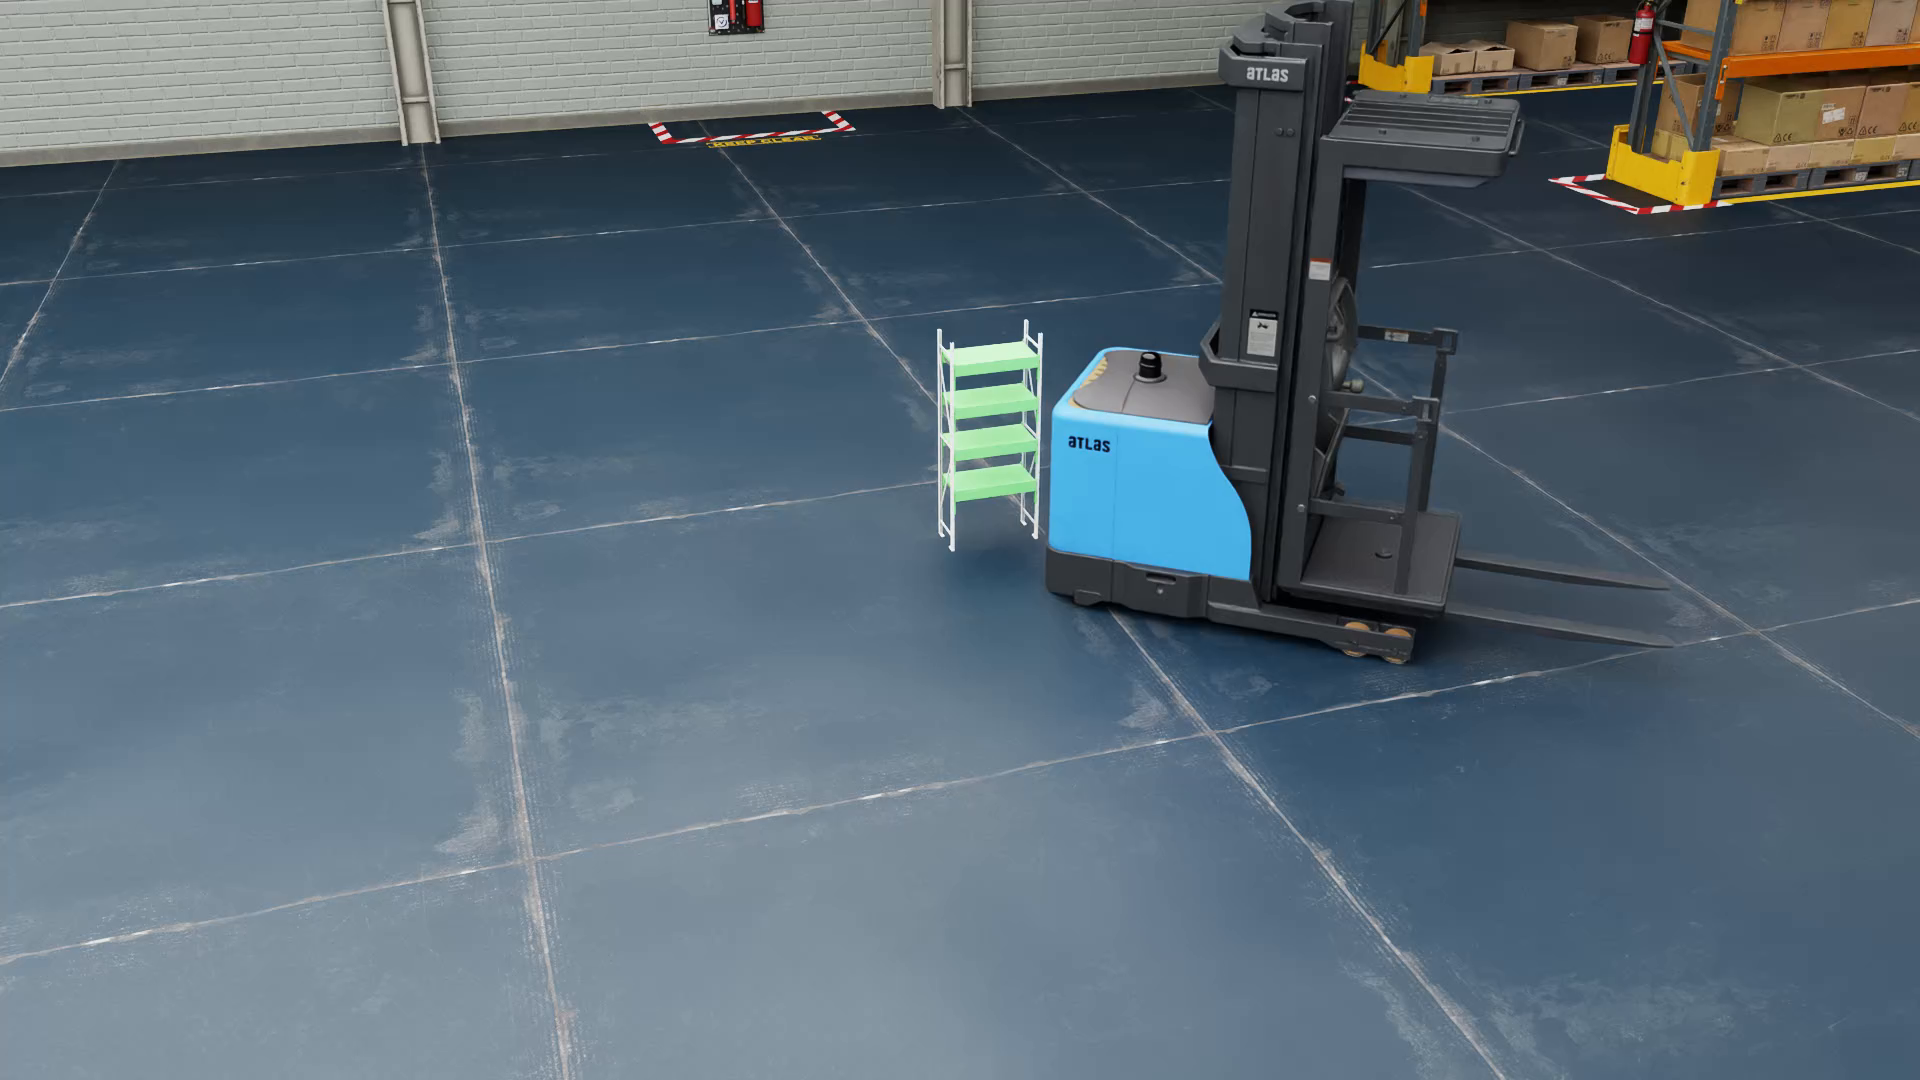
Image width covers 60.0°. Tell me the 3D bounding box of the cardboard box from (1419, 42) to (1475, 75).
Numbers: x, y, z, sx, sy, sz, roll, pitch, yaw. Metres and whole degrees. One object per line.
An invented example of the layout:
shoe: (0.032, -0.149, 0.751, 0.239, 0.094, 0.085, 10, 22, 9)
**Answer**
cardboard box: (5.901, -5.876, 20.242, 0.500, 0.311, 0.500, -12, 29, -22)

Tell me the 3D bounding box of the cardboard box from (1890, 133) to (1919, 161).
cardboard box: (9.233, -3.944, 16.440, 0.500, 0.250, 0.500, -8, 28, -16)

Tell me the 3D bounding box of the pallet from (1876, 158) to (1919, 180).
pallet: (9.787, -3.942, 16.954, 1.213, 0.211, 1.003, -8, 28, -16)

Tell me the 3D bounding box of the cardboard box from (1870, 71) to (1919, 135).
cardboard box: (9.229, -4.285, 16.284, 0.500, 0.500, 0.500, -8, 28, -16)

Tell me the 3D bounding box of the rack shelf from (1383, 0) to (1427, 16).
rack shelf: (7.117, -6.780, 20.342, 4.000, 0.370, 1.077, -8, 28, -16)

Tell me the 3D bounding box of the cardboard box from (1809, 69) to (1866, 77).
cardboard box: (8.592, -4.437, 16.590, 0.500, 0.500, 0.500, -8, 28, -16)

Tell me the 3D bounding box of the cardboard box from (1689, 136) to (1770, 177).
cardboard box: (7.331, -3.669, 15.886, 0.500, 0.250, 0.500, -8, 28, -16)

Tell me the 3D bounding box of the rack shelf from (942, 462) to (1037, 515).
rack shelf: (0.157, -0.288, 9.164, 0.480, 0.148, 0.258, -8, 28, -16)

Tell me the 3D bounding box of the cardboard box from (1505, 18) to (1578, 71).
cardboard box: (7.156, -6.119, 20.519, 0.500, 0.500, 0.700, -10, 28, -19)

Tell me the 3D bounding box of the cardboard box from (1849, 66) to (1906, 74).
cardboard box: (9.067, -4.506, 16.730, 0.500, 0.500, 0.500, -8, 28, -16)

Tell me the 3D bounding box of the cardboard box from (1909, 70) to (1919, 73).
cardboard box: (9.704, -4.355, 16.426, 0.500, 0.500, 0.500, -8, 28, -16)

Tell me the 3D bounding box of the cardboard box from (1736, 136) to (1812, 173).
cardboard box: (7.806, -3.739, 16.028, 0.500, 0.250, 0.500, -8, 28, -16)

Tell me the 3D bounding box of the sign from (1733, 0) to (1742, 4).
sign: (6.919, -4.920, 14.725, 0.005, 0.325, 0.100, -8, 28, -16)

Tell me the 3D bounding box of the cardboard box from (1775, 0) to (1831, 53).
cardboard box: (7.698, -4.910, 15.655, 0.500, 0.500, 0.700, -8, 27, -15)

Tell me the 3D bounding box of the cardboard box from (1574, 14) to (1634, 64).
cardboard box: (8.044, -6.295, 20.873, 0.500, 0.500, 0.500, -10, 28, -20)

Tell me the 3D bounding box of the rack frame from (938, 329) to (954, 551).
rack frame: (-0.075, -0.527, 8.961, 0.015, 1.200, 0.240, -8, 28, -16)

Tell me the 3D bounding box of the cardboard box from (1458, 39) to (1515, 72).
cardboard box: (6.443, -5.955, 20.400, 0.500, 0.311, 0.500, -6, 27, -12)

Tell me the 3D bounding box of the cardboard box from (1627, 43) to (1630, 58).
cardboard box: (8.519, -6.219, 21.095, 0.250, 0.166, 0.380, -12, 29, -23)

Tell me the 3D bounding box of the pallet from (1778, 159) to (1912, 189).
pallet: (8.625, -3.773, 16.612, 1.213, 0.211, 1.003, -8, 28, -16)

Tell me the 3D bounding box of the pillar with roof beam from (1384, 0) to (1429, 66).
pillar with roof beam: (6.946, -8.155, 15.557, 0.400, 9.000, 9.100, -8, 28, -16)

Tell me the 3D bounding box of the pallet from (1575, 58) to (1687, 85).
pallet: (8.391, -6.021, 21.140, 1.213, 0.211, 1.003, -8, 28, -16)

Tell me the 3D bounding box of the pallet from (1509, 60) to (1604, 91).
pallet: (7.229, -5.851, 20.798, 1.213, 0.211, 1.003, -8, 28, -16)

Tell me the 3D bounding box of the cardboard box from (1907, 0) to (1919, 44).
cardboard box: (9.158, -5.121, 16.080, 0.500, 0.500, 0.700, -8, 27, -15)

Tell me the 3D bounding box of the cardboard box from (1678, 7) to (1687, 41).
cardboard box: (9.713, -6.563, 21.413, 0.500, 0.500, 0.700, -7, 27, -14)

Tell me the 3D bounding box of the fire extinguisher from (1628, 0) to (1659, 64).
fire extinguisher: (6.496, -4.878, 15.789, 0.183, 0.674, 0.296, -8, 28, -16)

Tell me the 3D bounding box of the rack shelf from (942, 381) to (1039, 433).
rack shelf: (0.157, -0.718, 8.951, 0.480, 0.148, 0.258, -8, 28, -16)

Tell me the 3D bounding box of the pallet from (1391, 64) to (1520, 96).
pallet: (6.071, -5.685, 20.463, 1.213, 0.211, 1.003, -8, 28, -16)

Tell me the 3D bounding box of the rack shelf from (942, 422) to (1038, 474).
rack shelf: (0.157, -0.503, 9.058, 0.480, 0.148, 0.258, -8, 28, -16)

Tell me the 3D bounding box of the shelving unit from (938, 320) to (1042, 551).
shelving unit: (0.157, -0.560, 9.029, 0.503, 1.200, 0.258, -8, 28, -16)

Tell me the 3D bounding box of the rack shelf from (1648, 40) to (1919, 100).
rack shelf: (8.654, -4.686, 16.124, 4.000, 0.370, 1.077, -8, 28, -16)

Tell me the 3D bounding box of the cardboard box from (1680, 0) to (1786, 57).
cardboard box: (7.200, -4.836, 15.505, 0.500, 0.500, 0.700, -8, 28, -16)

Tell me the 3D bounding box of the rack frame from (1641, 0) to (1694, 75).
rack frame: (9.018, -7.377, 20.736, 0.127, 3.000, 1.000, -8, 28, -16)

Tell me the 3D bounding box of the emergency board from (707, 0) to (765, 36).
emergency board: (-2.454, -6.138, 18.241, 0.643, 1.169, 0.194, -8, 28, -16)

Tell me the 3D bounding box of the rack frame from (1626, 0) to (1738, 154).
rack frame: (6.753, -4.732, 15.409, 0.127, 3.000, 1.000, -8, 28, -16)

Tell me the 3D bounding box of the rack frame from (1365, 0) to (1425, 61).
rack frame: (5.215, -6.826, 19.627, 0.127, 3.000, 1.000, -8, 28, -16)

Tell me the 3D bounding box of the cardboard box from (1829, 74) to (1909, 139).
cardboard box: (8.758, -4.210, 16.134, 0.500, 0.500, 0.500, -8, 28, -16)

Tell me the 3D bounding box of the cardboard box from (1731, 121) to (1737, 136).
cardboard box: (7.643, -3.962, 16.476, 0.500, 0.250, 0.500, -8, 28, -16)

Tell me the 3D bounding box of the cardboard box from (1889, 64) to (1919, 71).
cardboard box: (9.545, -4.572, 16.863, 0.500, 0.500, 0.500, -8, 28, -16)

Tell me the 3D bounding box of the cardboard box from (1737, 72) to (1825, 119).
cardboard box: (8.117, -4.368, 16.452, 0.500, 0.500, 0.500, -8, 28, -16)

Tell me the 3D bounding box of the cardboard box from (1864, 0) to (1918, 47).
cardboard box: (8.672, -5.050, 15.937, 0.500, 0.500, 0.700, -7, 27, -15)

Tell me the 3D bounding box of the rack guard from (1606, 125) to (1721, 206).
rack guard: (6.730, -3.609, 15.958, 0.348, 0.500, 1.175, -8, 28, -16)

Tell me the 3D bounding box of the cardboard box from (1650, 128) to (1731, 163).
cardboard box: (7.171, -3.888, 16.328, 0.500, 0.250, 0.500, -8, 28, -16)

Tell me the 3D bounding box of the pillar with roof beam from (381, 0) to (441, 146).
pillar with roof beam: (-4.464, -6.503, 12.229, 0.400, 9.000, 9.100, -8, 28, -16)

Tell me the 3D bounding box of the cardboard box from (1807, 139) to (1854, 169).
cardboard box: (8.281, -3.808, 16.167, 0.500, 0.250, 0.500, -8, 28, -16)

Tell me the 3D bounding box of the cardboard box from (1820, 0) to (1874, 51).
cardboard box: (8.172, -4.976, 15.788, 0.500, 0.500, 0.700, -8, 28, -16)

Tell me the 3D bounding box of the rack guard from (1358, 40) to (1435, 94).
rack guard: (5.287, -5.717, 20.204, 0.348, 0.500, 1.175, -8, 28, -16)

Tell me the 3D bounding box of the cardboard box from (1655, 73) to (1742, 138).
cardboard box: (7.170, -4.224, 16.163, 0.500, 0.500, 0.500, -8, 28, -16)

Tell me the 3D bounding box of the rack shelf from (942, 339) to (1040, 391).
rack shelf: (0.157, -0.933, 8.844, 0.480, 0.148, 0.258, -8, 28, -16)

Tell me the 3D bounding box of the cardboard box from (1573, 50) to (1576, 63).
cardboard box: (7.491, -6.086, 20.846, 0.250, 0.149, 0.380, -11, 28, -20)

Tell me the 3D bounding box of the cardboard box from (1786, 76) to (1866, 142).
cardboard box: (8.278, -4.149, 16.010, 0.500, 0.500, 0.500, -8, 28, -16)

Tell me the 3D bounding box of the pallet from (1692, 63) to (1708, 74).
pallet: (9.758, -6.236, 21.574, 1.213, 0.211, 1.003, -8, 28, -16)

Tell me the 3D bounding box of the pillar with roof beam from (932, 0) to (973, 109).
pillar with roof beam: (1.241, -7.329, 13.893, 0.400, 9.000, 9.100, -8, 28, -16)

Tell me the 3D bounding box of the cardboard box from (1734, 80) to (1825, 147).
cardboard box: (7.806, -4.074, 15.860, 0.500, 0.500, 0.500, -8, 28, -16)

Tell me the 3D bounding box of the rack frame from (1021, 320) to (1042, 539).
rack frame: (0.389, -0.594, 9.097, 0.015, 1.200, 0.240, -8, 28, -16)

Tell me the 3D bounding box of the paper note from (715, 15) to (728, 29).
paper note: (-2.644, -5.748, 18.446, 0.142, 0.148, 0.016, -8, 28, -16)

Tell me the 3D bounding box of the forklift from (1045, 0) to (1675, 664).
forklift: (2.014, -0.982, 7.931, 3.031, 2.935, 1.130, 9, 28, 17)

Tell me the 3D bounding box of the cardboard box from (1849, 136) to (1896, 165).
cardboard box: (8.758, -3.875, 16.301, 0.500, 0.250, 0.500, -8, 28, -16)

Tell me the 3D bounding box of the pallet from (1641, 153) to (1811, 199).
pallet: (7.467, -3.606, 16.277, 1.213, 0.211, 1.003, -8, 28, -16)
